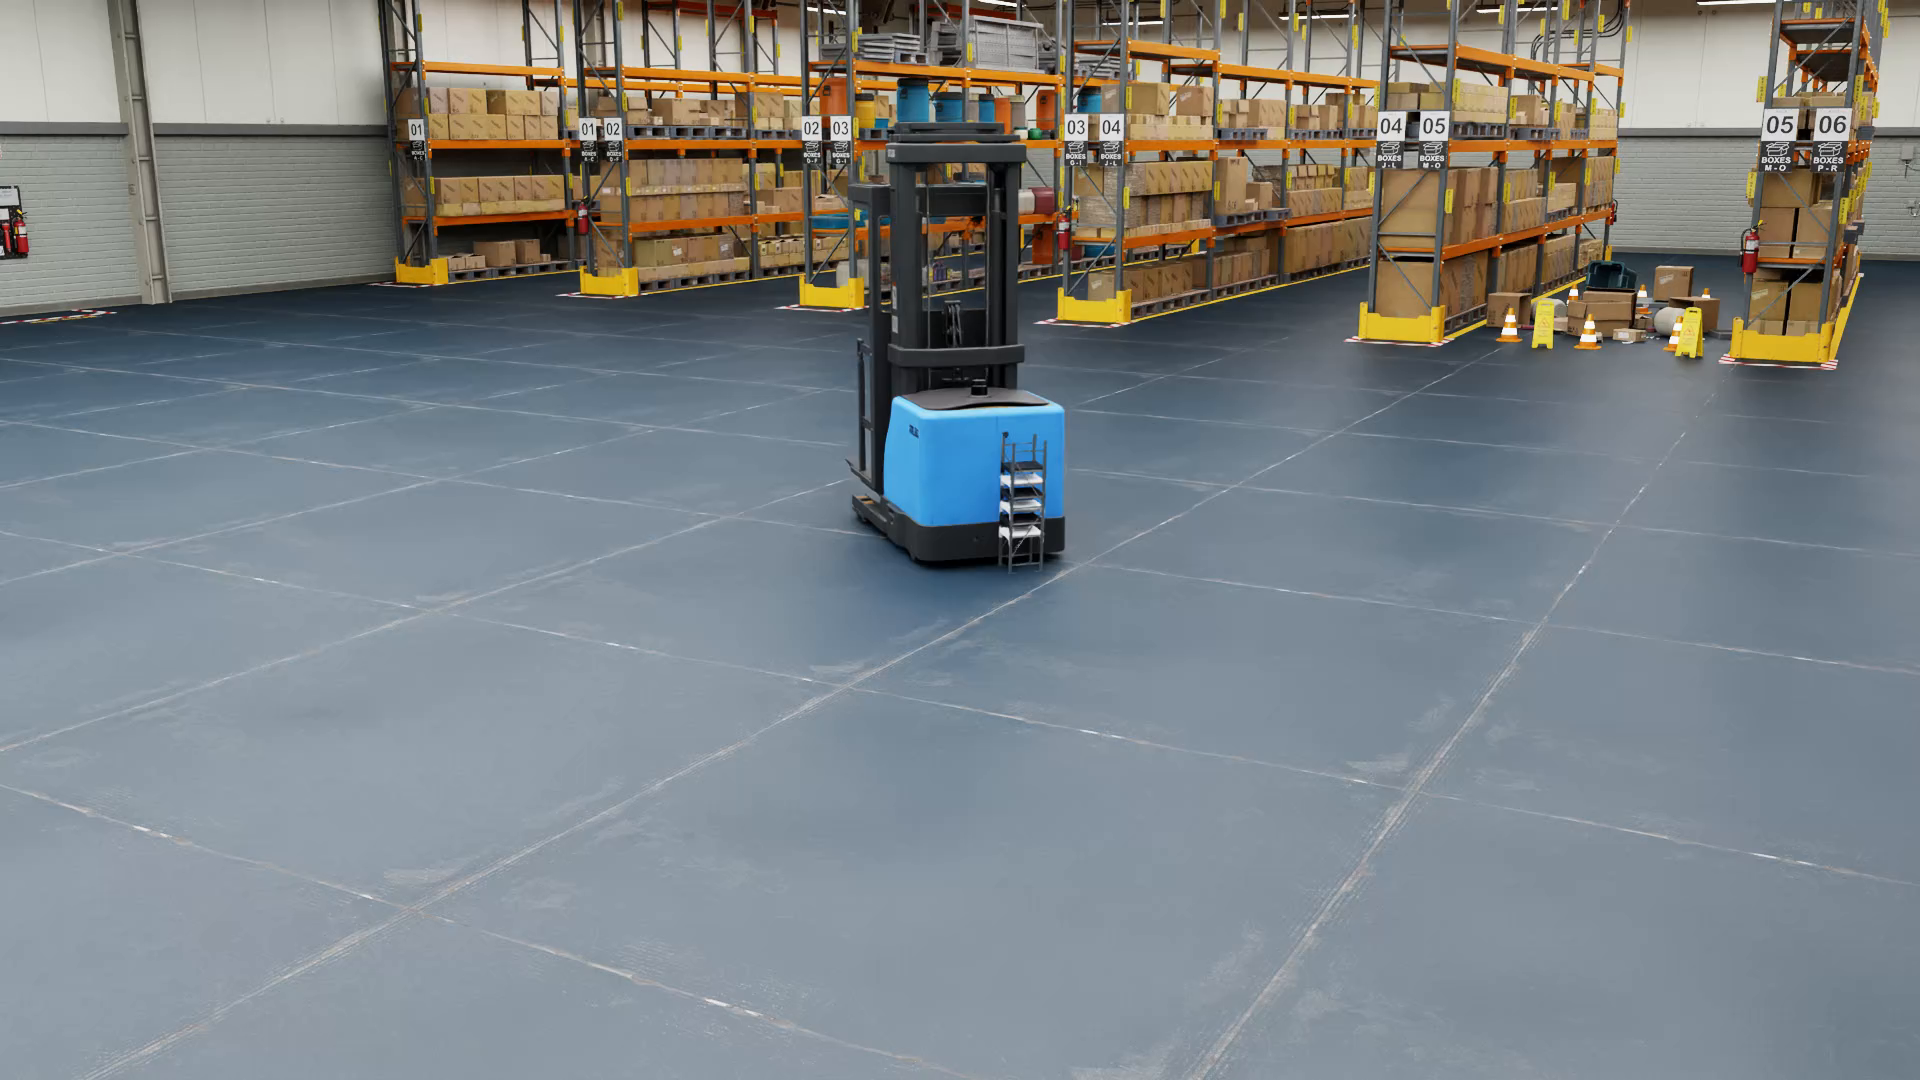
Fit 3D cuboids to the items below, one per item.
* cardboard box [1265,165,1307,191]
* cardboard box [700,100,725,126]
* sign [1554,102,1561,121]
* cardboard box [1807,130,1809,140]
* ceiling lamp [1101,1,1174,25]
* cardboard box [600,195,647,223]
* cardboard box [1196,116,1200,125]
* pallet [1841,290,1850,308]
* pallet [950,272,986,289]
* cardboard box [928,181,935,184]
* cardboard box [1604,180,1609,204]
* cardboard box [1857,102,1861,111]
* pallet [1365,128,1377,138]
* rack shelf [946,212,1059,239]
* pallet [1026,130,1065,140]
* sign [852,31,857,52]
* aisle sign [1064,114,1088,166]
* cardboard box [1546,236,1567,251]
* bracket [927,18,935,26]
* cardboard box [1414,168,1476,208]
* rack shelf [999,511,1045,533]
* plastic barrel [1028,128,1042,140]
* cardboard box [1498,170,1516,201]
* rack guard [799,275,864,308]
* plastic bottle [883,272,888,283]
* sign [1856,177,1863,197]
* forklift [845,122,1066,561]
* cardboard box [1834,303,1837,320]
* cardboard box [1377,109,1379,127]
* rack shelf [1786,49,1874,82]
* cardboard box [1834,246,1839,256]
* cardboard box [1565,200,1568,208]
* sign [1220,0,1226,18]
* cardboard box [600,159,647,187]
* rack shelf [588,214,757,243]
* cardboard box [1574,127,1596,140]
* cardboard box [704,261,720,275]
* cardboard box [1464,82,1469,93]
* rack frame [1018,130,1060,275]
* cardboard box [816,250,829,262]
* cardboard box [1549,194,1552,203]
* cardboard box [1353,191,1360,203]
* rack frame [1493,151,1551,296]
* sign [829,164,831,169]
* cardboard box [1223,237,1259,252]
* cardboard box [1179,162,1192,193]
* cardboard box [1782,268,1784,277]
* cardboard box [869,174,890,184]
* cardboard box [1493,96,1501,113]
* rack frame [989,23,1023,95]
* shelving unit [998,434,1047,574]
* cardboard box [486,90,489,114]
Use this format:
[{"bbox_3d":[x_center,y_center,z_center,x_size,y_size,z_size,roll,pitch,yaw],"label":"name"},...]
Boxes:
[{"bbox_3d":[6.660,-7.420,34.058,0.797,0.503,0.637,8,16,29],"label":"cardboard box"},{"bbox_3d":[-5.103,-8.610,33.541,0.500,0.500,0.500,9,16,33],"label":"cardboard box"},{"bbox_3d":[10.750,-7.703,29.913,0.100,0.325,0.005,7,15,28],"label":"sign"},{"bbox_3d":[11.603,-5.642,23.172,0.380,0.149,0.250,8,15,28],"label":"cardboard box"},{"bbox_3d":[4.658,-15.387,44.204,2.000,3.185,0.800,7,15,28],"label":"ceiling lamp"},{"bbox_3d":[-6.326,-6.227,31.250,0.700,0.500,0.500,7,15,28],"label":"cardboard box"},{"bbox_3d":[3.882,-7.156,28.384,0.380,0.149,0.250,7,15,25],"label":"cardboard box"},{"bbox_3d":[15.097,-4.277,29.325,1.003,0.211,1.213,7,15,28],"label":"pallet"},{"bbox_3d":[0.051,-5.153,32.957,1.003,0.211,1.213,7,15,28],"label":"pallet"},{"bbox_3d":[-0.745,-8.726,41.617,0.500,0.500,0.500,8,16,29],"label":"cardboard box"},{"bbox_3d":[13.890,-7.628,36.425,0.500,0.500,0.500,7,15,27],"label":"cardboard box"},{"bbox_3d":[12.481,-6.120,23.451,0.380,0.149,0.250,8,16,30],"label":"cardboard box"},{"bbox_3d":[8.904,-9.254,37.808,1.003,0.211,1.213,7,15,28],"label":"pallet"},{"bbox_3d":[0.672,-6.403,33.730,1.077,0.370,4.000,7,15,28],"label":"rack shelf"},{"bbox_3d":[2.094,-8.676,35.623,1.003,0.211,1.213,7,15,28],"label":"pallet"},{"bbox_3d":[-1.749,-8.274,27.598,0.100,0.325,0.005,7,15,28],"label":"sign"},{"bbox_3d":[1.815,-6.246,25.995,0.394,0.787,0.004,7,15,28],"label":"aisle sign"},{"bbox_3d":[11.560,-5.798,32.522,0.500,0.250,0.500,7,15,26],"label":"cardboard box"},{"bbox_3d":[-0.961,-15.777,50.594,0.235,0.232,0.430,7,15,28],"label":"bracket"},{"bbox_3d":[7.189,-5.271,24.872,0.875,0.550,0.550,7,15,28],"label":"cardboard box"},{"bbox_3d":[0.413,-0.121,11.115,0.258,0.077,0.200,-4,18,-17],"label":"rack shelf"},{"bbox_3d":[1.564,-8.490,34.780,0.294,0.245,0.294,0,14,0],"label":"plastic barrel"},{"bbox_3d":[9.061,-6.046,28.364,0.700,0.500,0.500,8,15,28],"label":"cardboard box"},{"bbox_3d":[-2.233,-4.328,28.919,1.175,0.500,0.348,7,15,28],"label":"rack guard"},{"bbox_3d":[-1.393,-4.869,30.862,0.097,0.201,0.097,0,14,0],"label":"plastic bottle"},{"bbox_3d":[15.130,-5.944,27.989,0.100,0.325,0.005,7,15,28],"label":"sign"},{"bbox_3d":[-0.194,-1.582,12.341,1.130,2.935,3.031,-4,14,-17],"label":"forklift"},{"bbox_3d":[12.666,-3.375,24.602,0.500,0.250,0.500,8,16,31],"label":"cardboard box"},{"bbox_3d":[9.638,-9.891,38.936,0.700,0.500,0.500,6,15,25],"label":"cardboard box"},{"bbox_3d":[13.683,-7.442,26.088,1.077,0.370,4.000,7,15,28],"label":"rack shelf"},{"bbox_3d":[11.600,-3.908,22.379,0.380,0.149,0.250,8,16,29],"label":"cardboard box"},{"bbox_3d":[11.814,-6.663,32.910,0.380,0.149,0.250,7,15,25],"label":"cardboard box"},{"bbox_3d":[4.507,-9.125,28.523,0.100,0.325,0.005,7,15,28],"label":"sign"},{"bbox_3d":[-6.300,-6.869,31.143,0.700,0.500,0.500,7,15,28],"label":"cardboard box"},{"bbox_3d":[-5.596,-6.145,32.657,1.077,0.370,4.000,7,15,28],"label":"rack shelf"},{"bbox_3d":[12.656,-8.291,33.943,0.500,0.250,0.500,8,16,31],"label":"cardboard box"},{"bbox_3d":[-5.141,-5.447,33.197,0.500,0.250,0.500,7,15,28],"label":"cardboard box"},{"bbox_3d":[7.086,-6.491,23.883,0.380,0.149,0.250,7,15,27],"label":"cardboard box"},{"bbox_3d":[1.639,-7.164,35.347,1.000,3.000,0.127,7,15,28],"label":"rack frame"},{"bbox_3d":[-3.228,-6.248,36.522,0.500,0.250,0.500,8,16,29],"label":"cardboard box"},{"bbox_3d":[10.933,-6.434,31.325,0.380,0.149,0.250,7,15,26],"label":"cardboard box"},{"bbox_3d":[8.610,-7.663,37.104,0.500,0.250,0.500,7,15,28],"label":"cardboard box"},{"bbox_3d":[10.268,-6.020,30.603,1.000,3.000,0.127,7,15,28],"label":"rack frame"},{"bbox_3d":[-3.649,-10.451,46.966,0.100,0.325,0.005,7,15,28],"label":"sign"},{"bbox_3d":[5.430,-5.715,32.133,0.500,0.250,0.500,9,16,34],"label":"cardboard box"},{"bbox_3d":[3.581,-6.132,28.088,0.500,0.500,0.500,7,15,28],"label":"cardboard box"},{"bbox_3d":[11.185,-3.714,23.024,0.380,0.149,0.250,8,16,29],"label":"cardboard box"},{"bbox_3d":[-1.880,-8.286,38.895,0.700,0.500,0.500,11,17,38],"label":"cardboard box"},{"bbox_3d":[8.076,-6.748,25.799,0.500,0.250,0.500,7,15,28],"label":"cardboard box"},{"bbox_3d":[1.172,-12.283,43.783,1.000,3.000,0.127,7,15,28],"label":"rack frame"},{"bbox_3d":[0.416,-0.239,11.079,0.258,0.900,0.210,-4,18,-17],"label":"shelving unit"},{"bbox_3d":[-10.160,-9.080,34.505,0.500,0.500,0.500,7,15,28],"label":"cardboard box"}]
